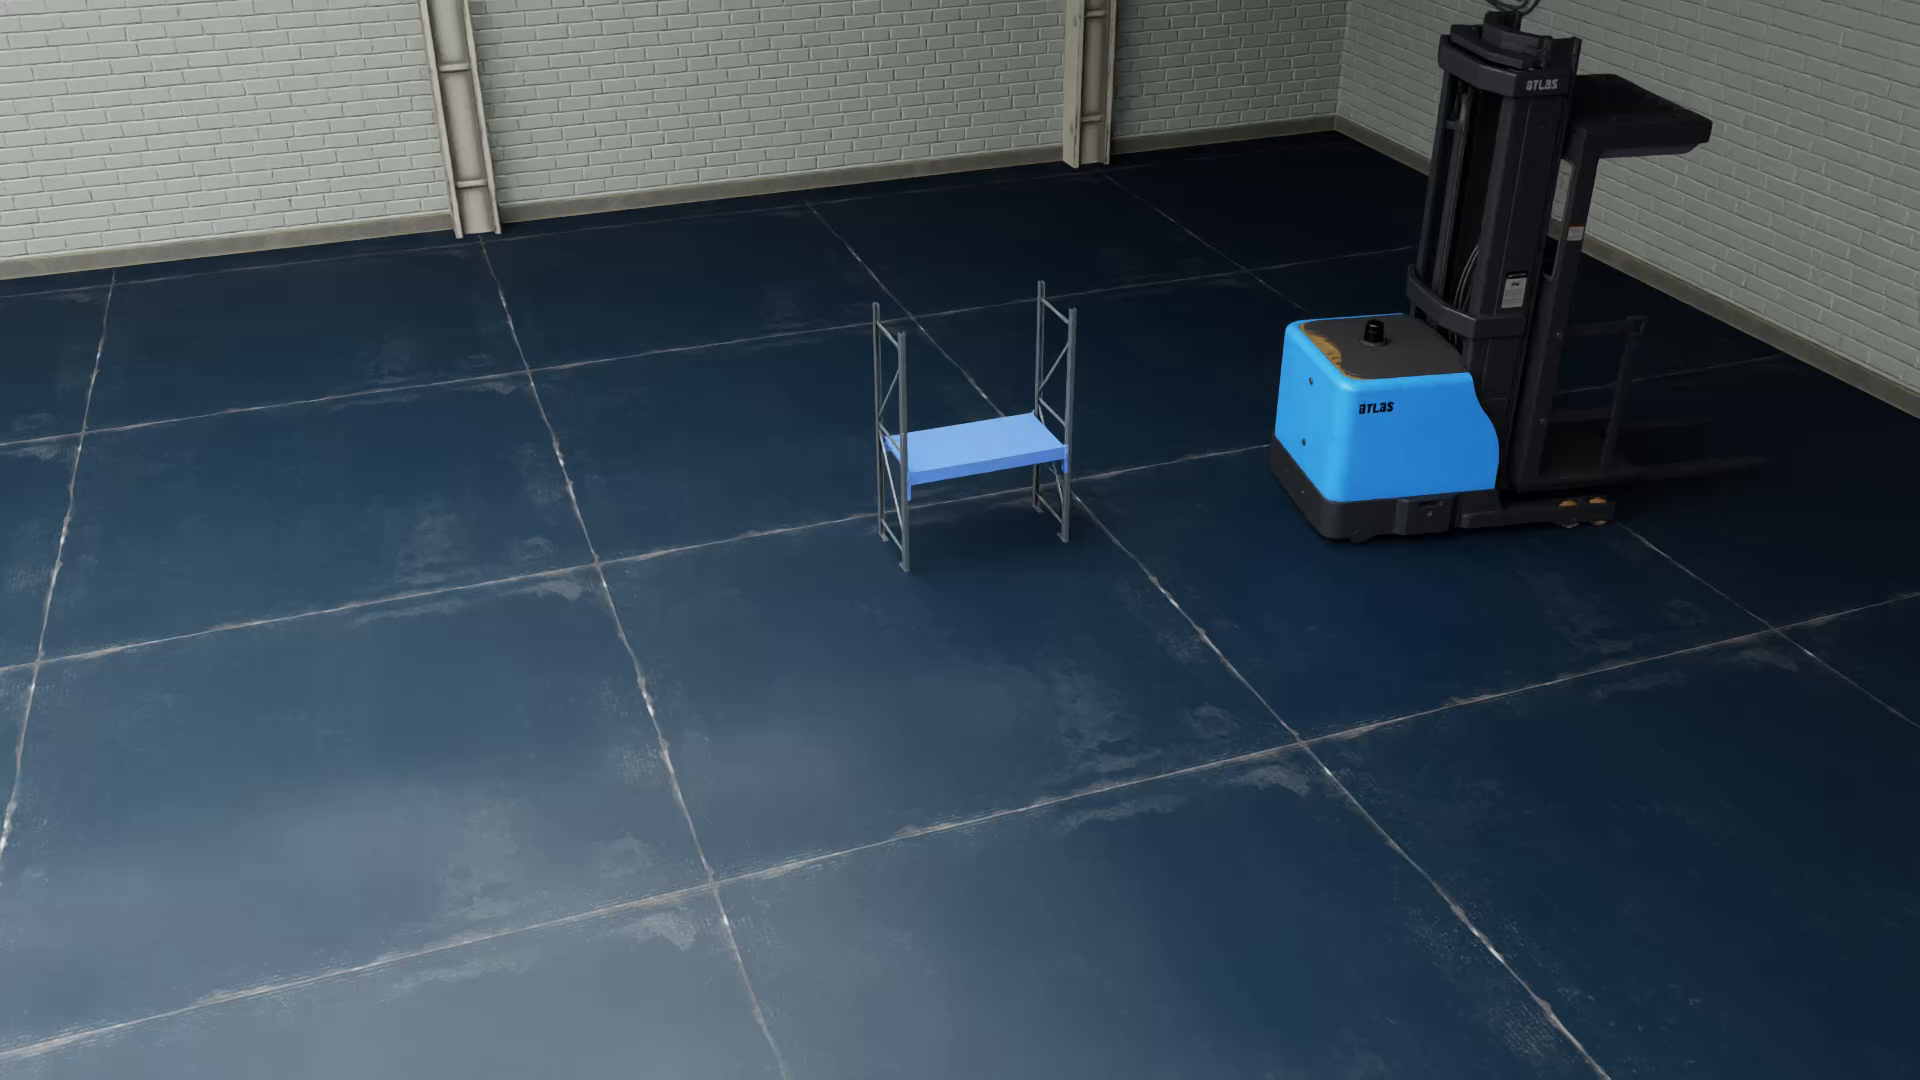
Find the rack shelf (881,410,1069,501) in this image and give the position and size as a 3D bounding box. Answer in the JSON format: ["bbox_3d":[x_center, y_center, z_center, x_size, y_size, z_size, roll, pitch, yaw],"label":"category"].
[{"bbox_3d":[0.080,-0.510,9.844,1.000,0.185,0.538,-10,31,-18],"label":"rack shelf"}]

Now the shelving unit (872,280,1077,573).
[{"bbox_3d":[0.080,-0.666,9.755,1.048,1.500,0.538,-10,31,-18],"label":"shelving unit"}]

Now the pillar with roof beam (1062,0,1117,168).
[{"bbox_3d":[2.772,-5.739,11.083,0.400,9.000,9.100,-10,31,-18],"label":"pillar with roof beam"}]

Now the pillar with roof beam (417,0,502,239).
[{"bbox_3d":[-2.851,-4.703,9.265,0.400,9.000,9.100,-10,31,-18],"label":"pillar with roof beam"}]

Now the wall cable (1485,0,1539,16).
[{"bbox_3d":[4.493,-6.282,15.173,0.112,2.526,3.097,-10,31,-18],"label":"wall cable"}]

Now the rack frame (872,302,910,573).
[{"bbox_3d":[-0.396,-0.579,9.601,0.032,1.500,0.500,-10,31,-18],"label":"rack frame"}]

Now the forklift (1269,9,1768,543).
[{"bbox_3d":[3.569,-1.602,9.951,3.031,2.935,1.130,-5,30,-9],"label":"forklift"}]

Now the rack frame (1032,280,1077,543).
[{"bbox_3d":[0.556,-0.754,9.909,0.032,1.500,0.500,-10,31,-18],"label":"rack frame"}]
